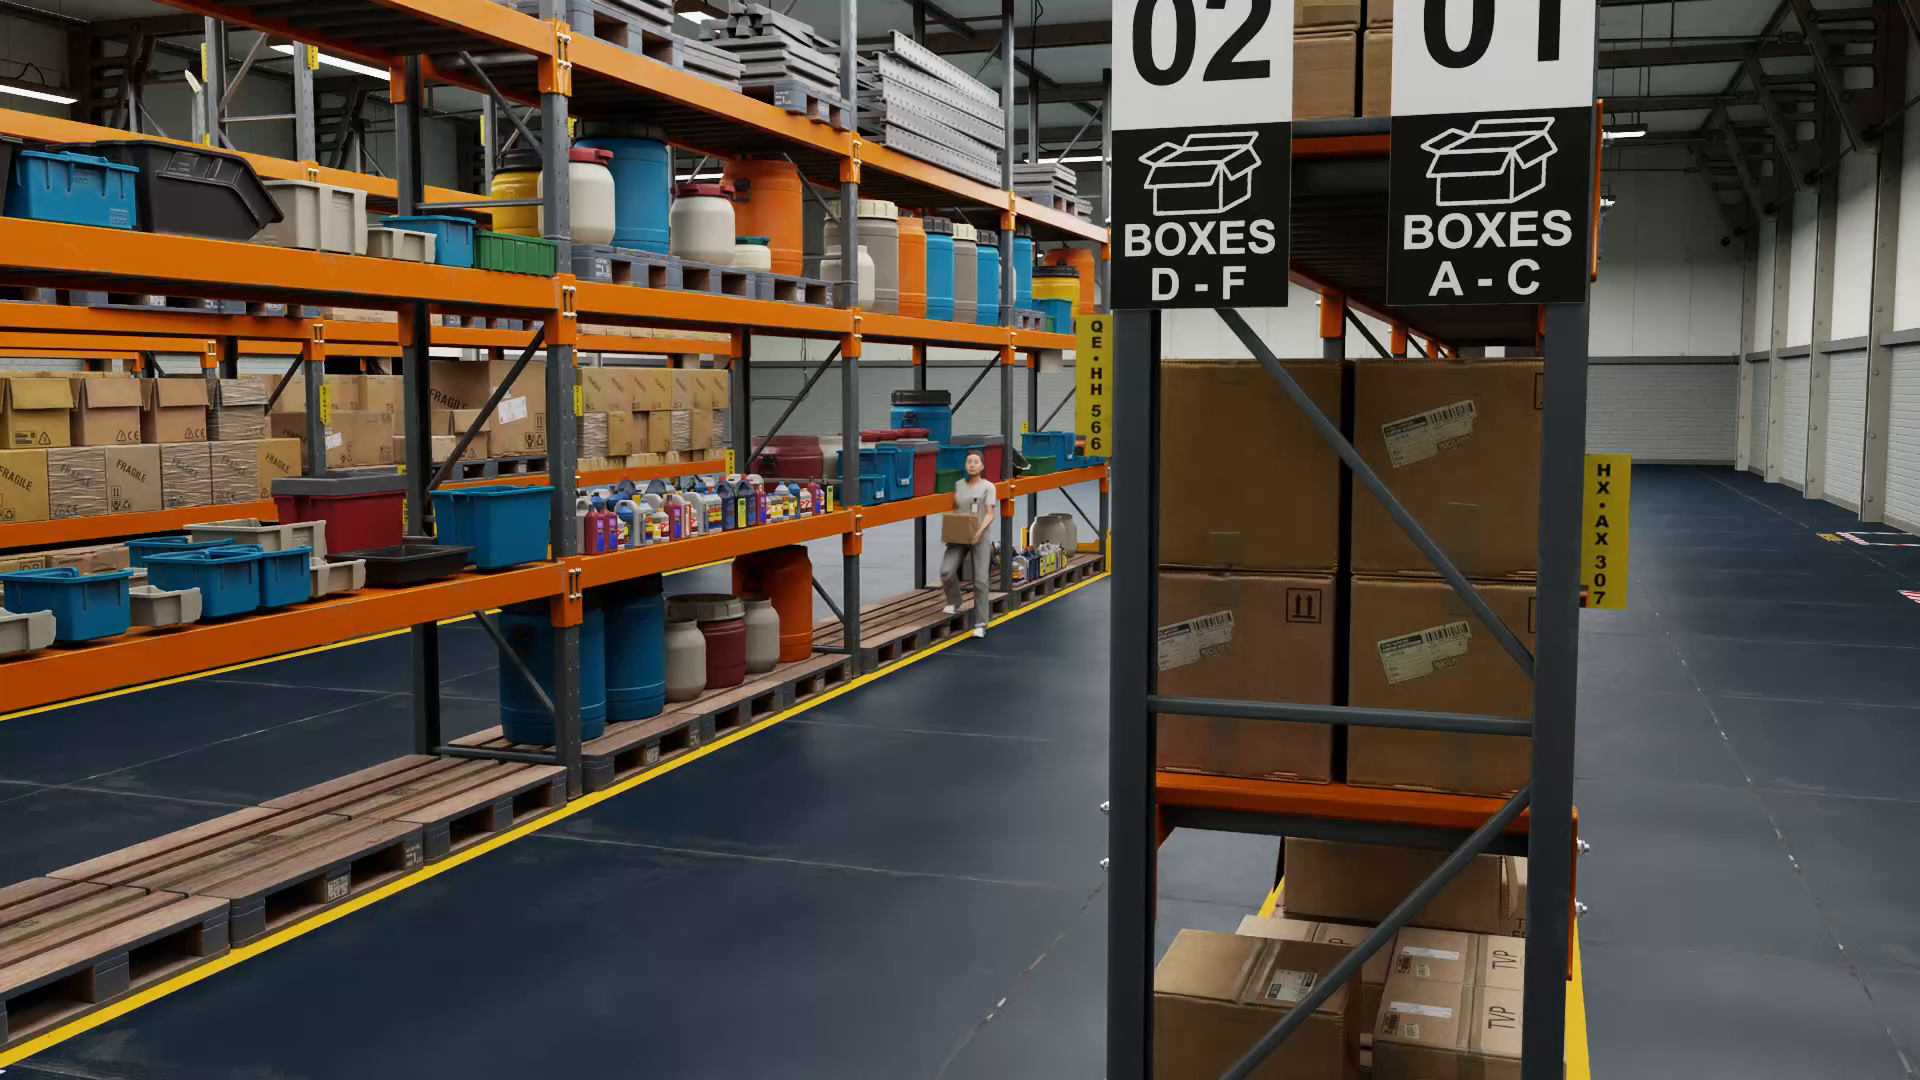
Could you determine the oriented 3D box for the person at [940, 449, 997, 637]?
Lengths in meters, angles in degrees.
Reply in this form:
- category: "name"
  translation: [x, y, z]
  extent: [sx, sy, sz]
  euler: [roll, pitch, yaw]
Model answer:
- category: "person"
  translation: [0.087, 0.033, 14.832]
  extent: [0.452, 1.674, 0.536]
  euler: [1, 5, 14]
